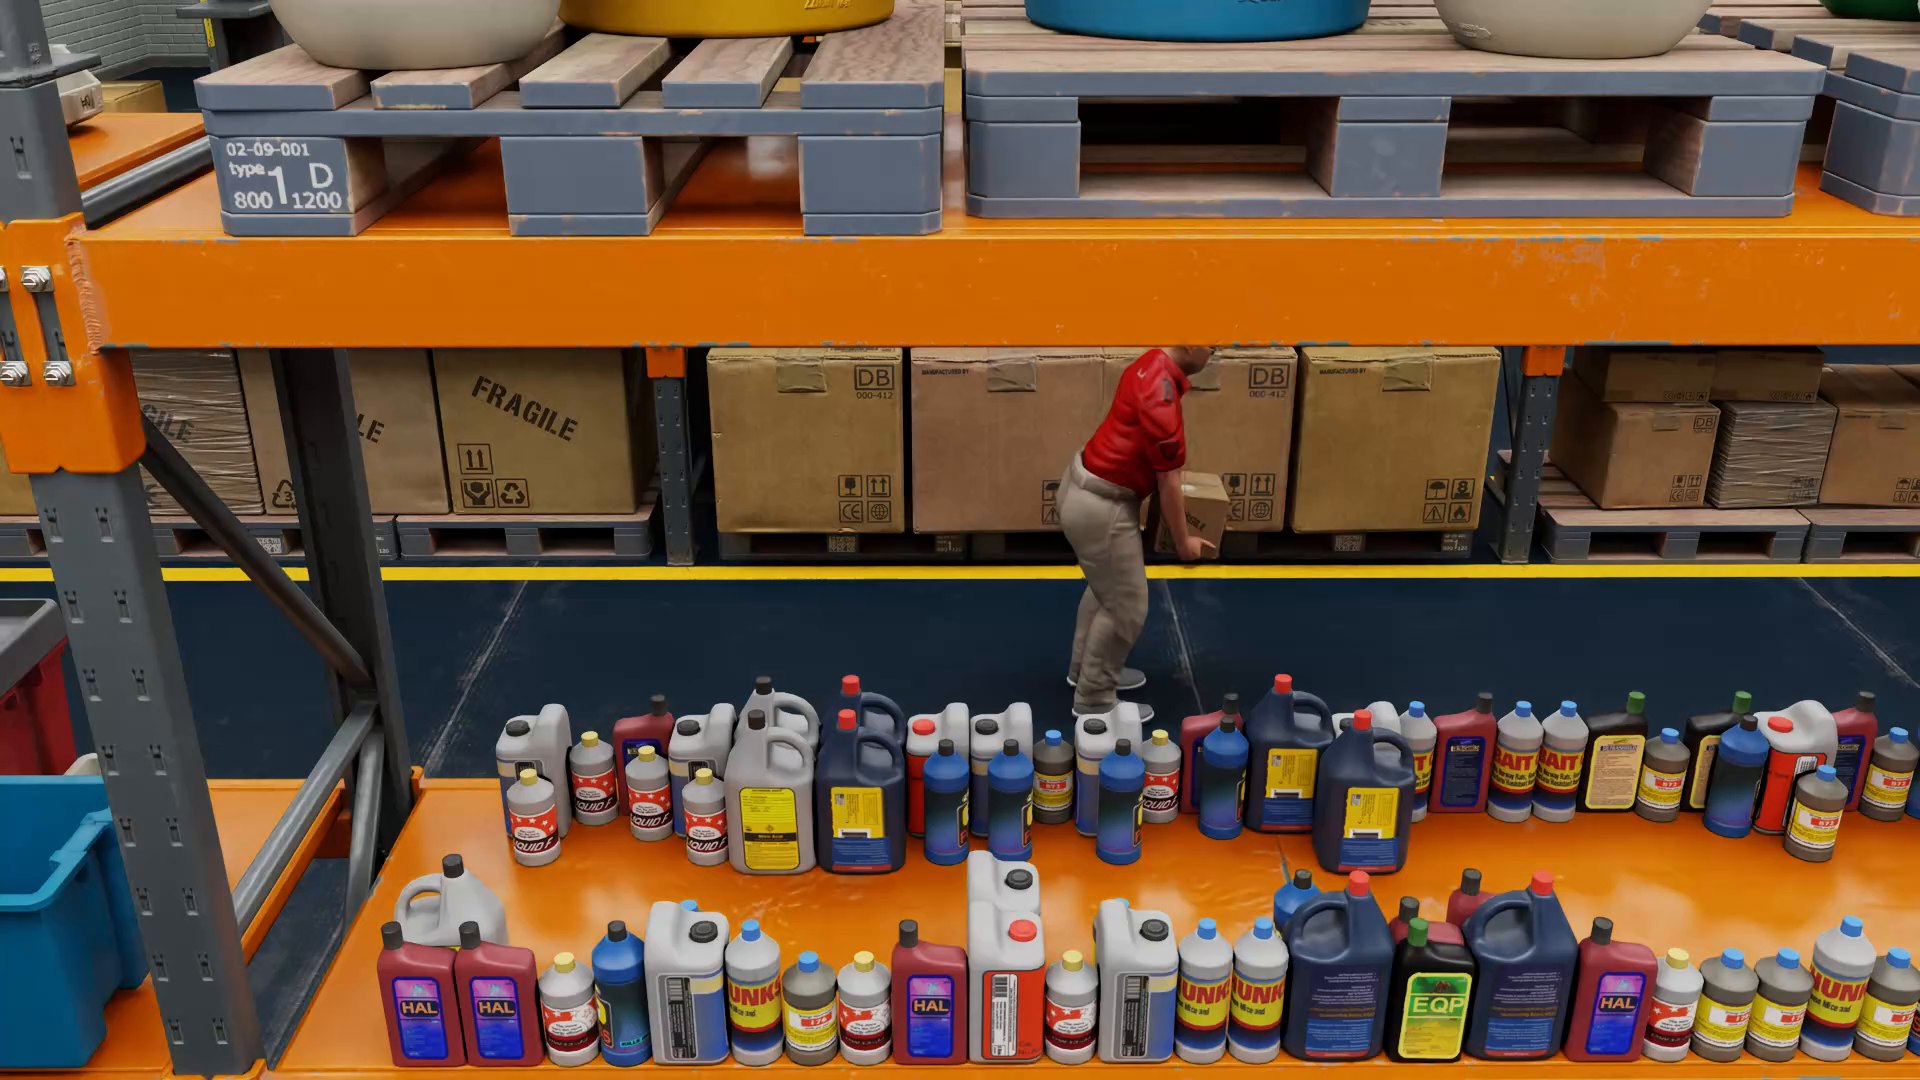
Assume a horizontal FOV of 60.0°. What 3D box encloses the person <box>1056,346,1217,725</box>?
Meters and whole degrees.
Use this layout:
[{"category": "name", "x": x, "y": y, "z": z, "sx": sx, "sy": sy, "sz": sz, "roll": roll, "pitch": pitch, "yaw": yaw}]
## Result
[{"category": "person", "x": 0.676, "y": -0.101, "z": 6.448, "sx": 0.598, "sy": 1.657, "sz": 0.477, "roll": -1, "pitch": 24, "yaw": -1}]
